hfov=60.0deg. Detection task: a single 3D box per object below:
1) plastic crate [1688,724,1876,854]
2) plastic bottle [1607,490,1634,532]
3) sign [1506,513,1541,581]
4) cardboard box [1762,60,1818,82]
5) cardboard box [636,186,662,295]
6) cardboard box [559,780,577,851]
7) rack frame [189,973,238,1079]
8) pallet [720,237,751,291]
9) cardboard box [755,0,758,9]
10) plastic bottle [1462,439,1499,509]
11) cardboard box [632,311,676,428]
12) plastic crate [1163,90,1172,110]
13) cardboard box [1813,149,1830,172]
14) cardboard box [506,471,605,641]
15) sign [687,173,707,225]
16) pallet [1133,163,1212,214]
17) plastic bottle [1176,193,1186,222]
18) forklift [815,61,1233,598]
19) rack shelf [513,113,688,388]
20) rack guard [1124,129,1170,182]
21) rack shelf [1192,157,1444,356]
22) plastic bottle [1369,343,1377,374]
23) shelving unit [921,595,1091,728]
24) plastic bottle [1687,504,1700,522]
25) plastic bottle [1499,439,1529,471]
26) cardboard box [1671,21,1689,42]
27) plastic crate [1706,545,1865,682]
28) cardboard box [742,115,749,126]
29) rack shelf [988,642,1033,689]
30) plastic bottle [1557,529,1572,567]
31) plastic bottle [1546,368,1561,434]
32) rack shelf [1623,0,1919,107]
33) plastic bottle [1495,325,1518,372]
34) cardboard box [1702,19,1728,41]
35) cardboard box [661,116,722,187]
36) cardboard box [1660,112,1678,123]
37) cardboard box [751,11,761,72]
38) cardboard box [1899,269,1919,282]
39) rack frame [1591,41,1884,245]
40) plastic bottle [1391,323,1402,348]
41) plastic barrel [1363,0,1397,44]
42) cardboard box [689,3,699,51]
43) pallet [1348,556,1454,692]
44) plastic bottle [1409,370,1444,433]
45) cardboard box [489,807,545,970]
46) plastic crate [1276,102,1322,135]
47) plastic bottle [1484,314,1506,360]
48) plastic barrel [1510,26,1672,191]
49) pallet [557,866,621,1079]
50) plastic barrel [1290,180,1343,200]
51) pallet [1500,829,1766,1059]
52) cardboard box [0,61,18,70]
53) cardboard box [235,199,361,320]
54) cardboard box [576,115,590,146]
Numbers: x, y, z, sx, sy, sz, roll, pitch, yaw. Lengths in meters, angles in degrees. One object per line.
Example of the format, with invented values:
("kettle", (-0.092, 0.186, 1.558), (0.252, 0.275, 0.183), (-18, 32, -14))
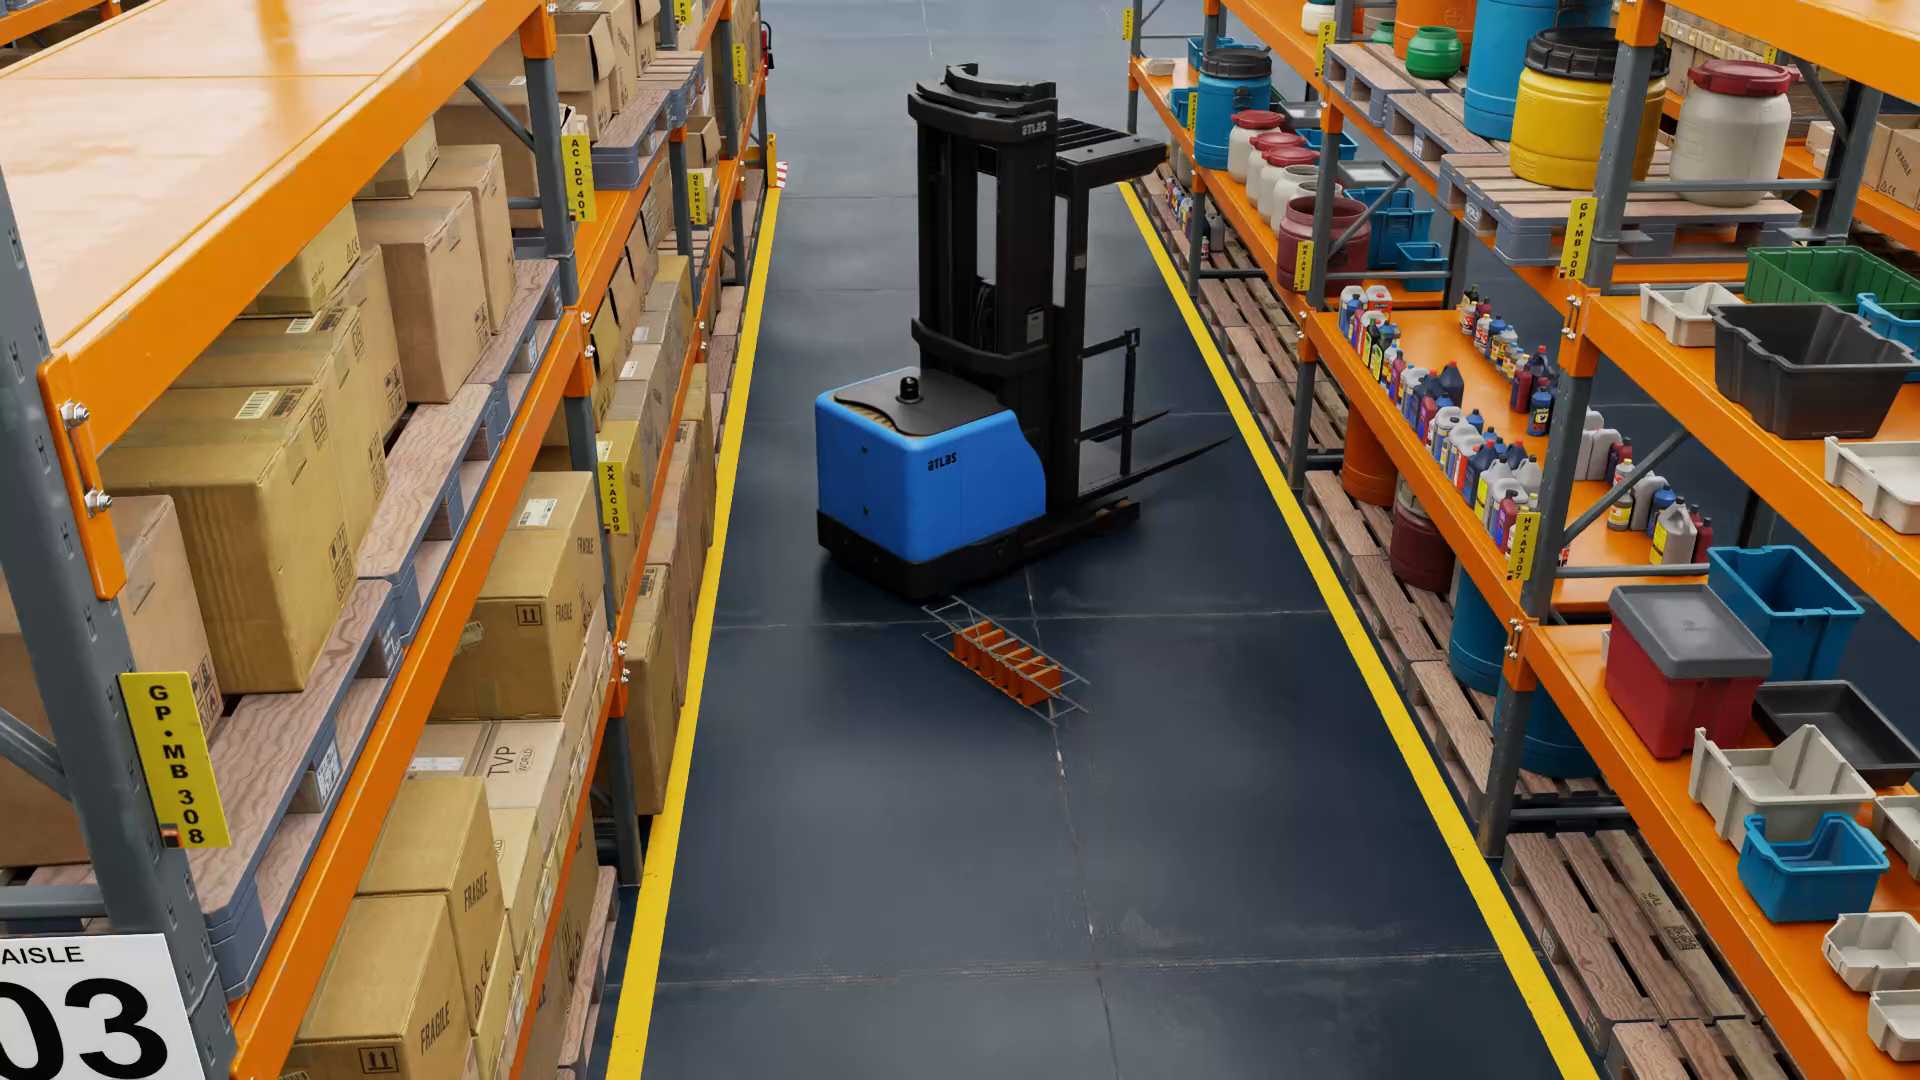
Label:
("plastic crate", (2.867, 0.876, 5.890), (0.437, 0.282, 0.530), (-1, 28, -3))
("plastic bottle", (3.185, -0.152, 8.012), (0.097, 0.201, 0.097), (0, 28, 0))
("sign", (2.422, 0.030, 7.149), (0.100, 0.325, 0.005), (-1, 28, -3))
("cardboard box", (7.272, -4.124, 14.604), (0.380, 0.149, 0.250), (-1, 28, -3))
("cardboard box", (-2.162, -1.738, 9.646), (0.797, 0.503, 0.637), (0, 28, -1))
("cardboard box", (-1.578, 0.980, 5.900), (0.380, 0.149, 0.250), (-1, 28, -2))
("rack frame", (-1.766, 2.107, 3.466), (1.000, 3.000, 0.127), (-1, 28, -3))
("pallet", (-2.463, -2.507, 15.329), (1.003, 0.211, 1.213), (-1, 28, -3))
("cardboard box", (-2.326, -5.653, 16.834), (0.500, 0.500, 0.500), (-1, 28, -3))
("plastic bottle", (2.587, -0.339, 8.211), (0.144, 0.351, 0.185), (-1, 28, -3))
("cardboard box", (-1.860, -0.939, 9.199), (0.500, 0.500, 0.500), (-2, 28, -4))
("plastic crate", (2.216, -4.181, 15.807), (0.530, 0.136, 0.437), (-1, 28, -3))
("cardboard box", (7.343, -3.146, 13.810), (0.380, 0.149, 0.250), (-1, 28, -3))
("cardboard box", (-1.684, 0.068, 6.405), (0.500, 0.500, 0.500), (-1, 28, -1))
("sign", (-1.630, -2.115, 10.310), (0.100, 0.325, 0.005), (-1, 28, -3))
("pallet", (2.433, -3.755, 17.722), (1.003, 0.211, 1.213), (-1, 28, -3))
("plastic bottle", (2.162, -3.244, 16.200), (0.097, 0.271, 0.097), (0, 28, 0))
("forklift", (0.550, -1.503, 10.462), (3.031, 2.935, 1.130), (-21, 34, -35))
("rack shelf", (-2.079, -1.674, 8.251), (1.077, 0.370, 4.000), (-1, 28, -3))
("rack guard", (2.396, -4.259, 18.375), (1.175, 0.500, 0.348), (-1, 28, -3))
("rack shelf", (2.658, -2.311, 12.716), (1.077, 0.370, 4.000), (-1, 28, -3))
("plastic bottle", (2.472, -1.081, 9.795), (0.097, 0.201, 0.097), (0, 28, 0))
("shelving unit", (0.237, 0.660, 9.272), (0.258, 0.189, 1.200), (-20, 34, -33))
("plastic bottle", (3.371, -0.049, 7.726), (0.061, 0.283, 0.133), (-1, 28, -3))
("plastic bottle", (2.731, -0.343, 8.217), (0.144, 0.351, 0.185), (-1, 28, -3))
("cardboard box", (7.176, -4.955, 16.196), (0.380, 0.149, 0.250), (-1, 28, -2))
("plastic crate", (3.336, 0.328, 6.829), (0.392, 0.384, 0.575), (-1, 28, -3))
("cardboard box", (-2.139, -3.892, 15.240), (0.380, 0.149, 0.250), (-1, 28, -3))
("rack shelf", (0.283, 0.688, 9.220), (0.258, 0.180, 0.103), (-20, 34, -33))
("plastic bottle", (2.752, 0.043, 7.639), (0.097, 0.201, 0.097), (0, 28, 0))
("plastic bottle", (3.253, -0.759, 9.015), (0.144, 0.351, 0.185), (-1, 28, -3))
("rack shelf", (3.076, -1.099, 4.337), (1.077, 0.370, 4.000), (-1, 28, -3))
("plastic bottle", (3.230, -1.133, 9.818), (0.097, 0.271, 0.097), (0, 28, 0))
("cardboard box", (7.418, -4.961, 15.507), (0.700, 0.500, 0.500), (-1, 28, -3))
("cardboard box", (-2.210, -2.868, 12.439), (0.797, 0.503, 0.637), (1, 28, 3))
("cardboard box", (7.164, -4.104, 17.084), (0.500, 0.500, 0.500), (-1, 28, -3))
("cardboard box", (-2.454, -4.975, 16.615), (0.875, 0.500, 0.500), (-1, 28, -3))
("cardboard box", (7.355, -1.981, 13.217), (0.500, 0.311, 0.500), (-1, 28, -1))
("rack frame", (2.971, -2.519, 5.849), (1.000, 3.000, 0.127), (-1, 28, -3))
("plastic bottle", (2.610, -1.209, 10.039), (0.097, 0.201, 0.097), (0, 28, 0))
("plastic barrel", (2.936, -3.643, 10.706), (0.600, 0.901, 0.600), (0, 28, 0))
("cardboard box", (-1.980, -3.311, 10.773), (0.500, 0.250, 0.500), (-1, 28, -1))
("pallet", (2.906, 0.455, 9.650), (1.003, 0.211, 1.213), (-1, 28, -3))
("plastic bottle", (2.539, -0.763, 9.022), (0.144, 0.351, 0.185), (-1, 28, -3))
("cardboard box", (-1.610, 1.101, 5.236), (0.500, 0.250, 0.500), (-2, 28, -4))
("plastic crate", (2.885, -3.366, 13.891), (0.402, 0.464, 0.583), (-1, 28, -3))
("plastic bottle", (3.220, -1.223, 9.990), (0.097, 0.271, 0.097), (0, 28, 0))
("plastic barrel", (2.721, -1.876, 7.201), (0.600, 0.588, 0.600), (0, 28, 0))
("pallet", (-2.013, 1.850, 6.975), (1.003, 0.211, 1.213), (-1, 28, -3))
("plastic barrel", (2.496, -2.226, 11.654), (0.421, 0.512, 0.421), (0, 28, 0))
("pallet", (3.049, 1.716, 7.232), (1.003, 0.211, 1.213), (-1, 28, -3))
("cardboard box", (-7.290, -3.382, 12.802), (0.700, 0.500, 0.500), (-2, 28, -3))
("cardboard box", (-1.861, -0.763, 4.244), (0.500, 0.250, 0.500), (-2, 28, -4))
("cardboard box", (-1.903, -1.836, 7.600), (0.380, 0.149, 0.250), (-2, 28, -5))
